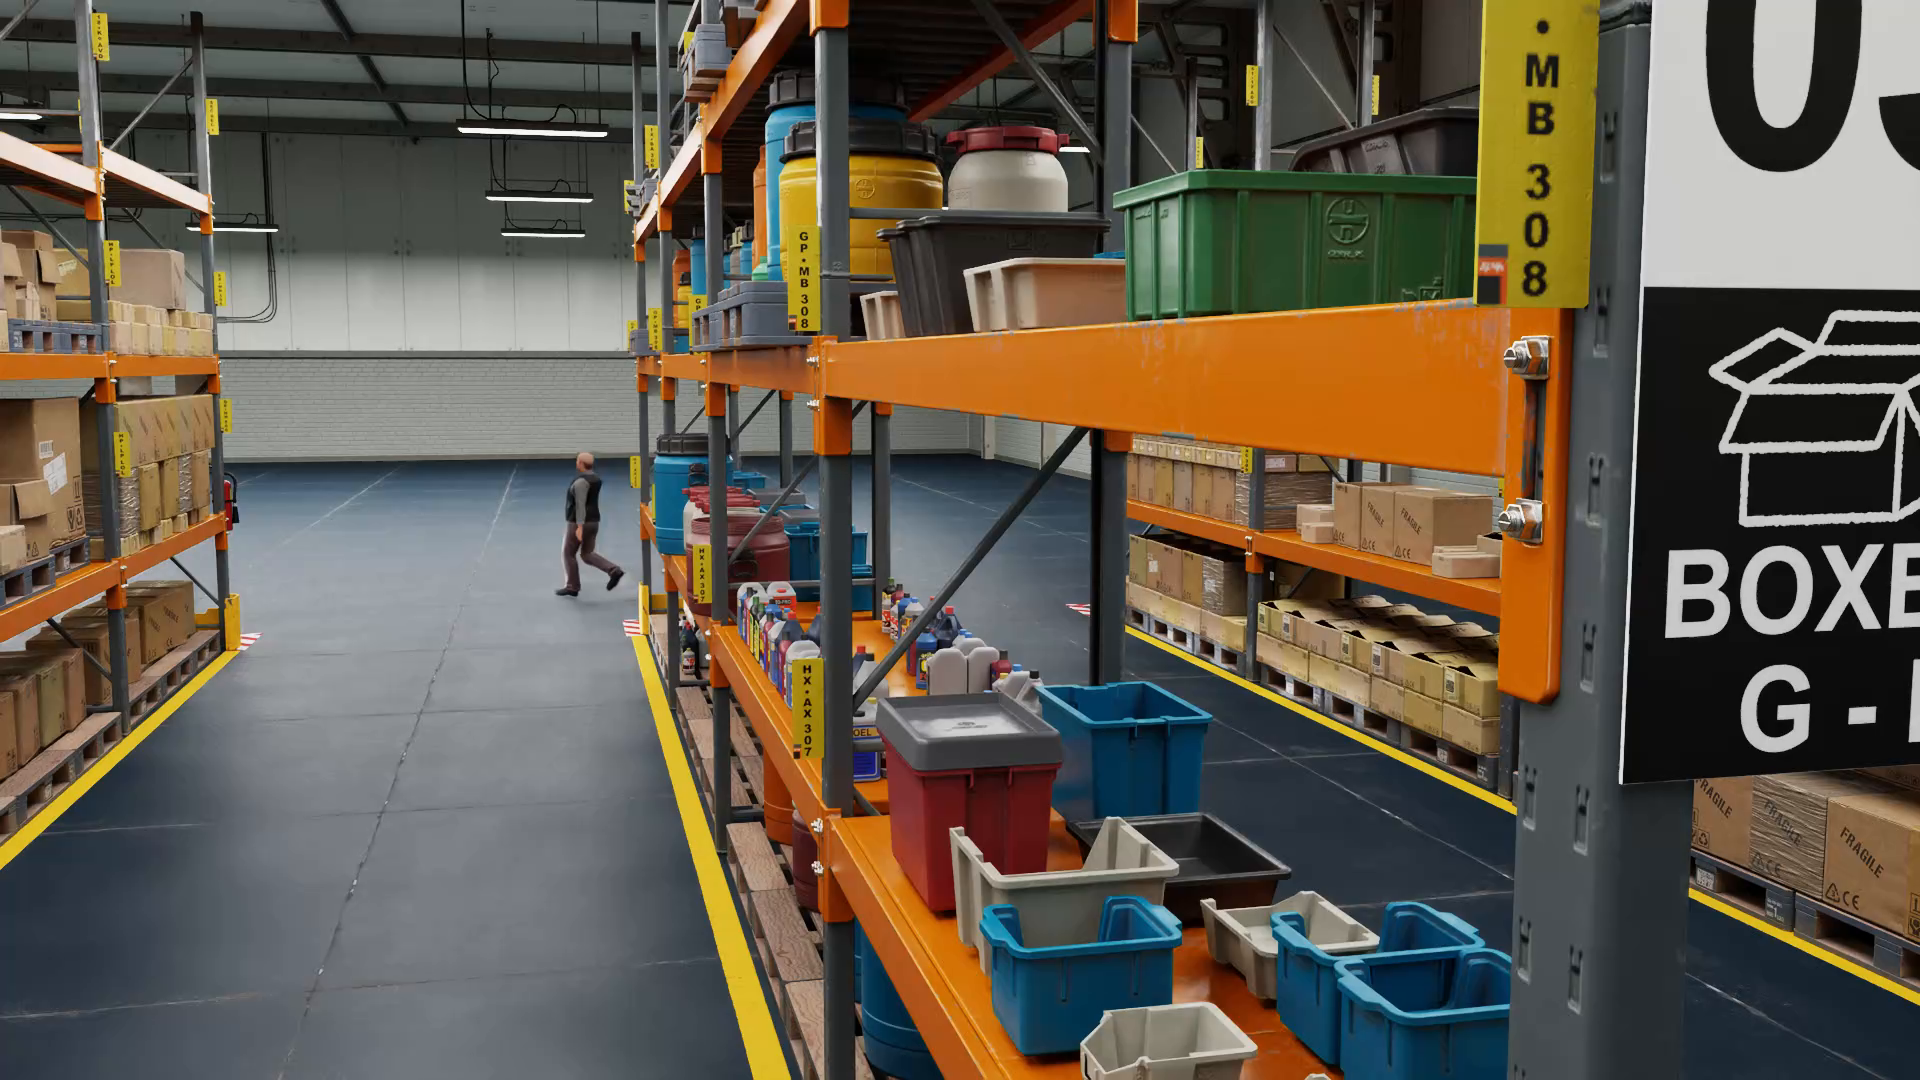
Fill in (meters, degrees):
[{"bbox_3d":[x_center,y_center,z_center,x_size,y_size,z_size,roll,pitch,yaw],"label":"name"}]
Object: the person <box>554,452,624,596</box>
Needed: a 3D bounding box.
[{"bbox_3d":[-4.375,-0.183,19.487,0.812,1.692,0.545,2,6,17],"label":"person"}]
